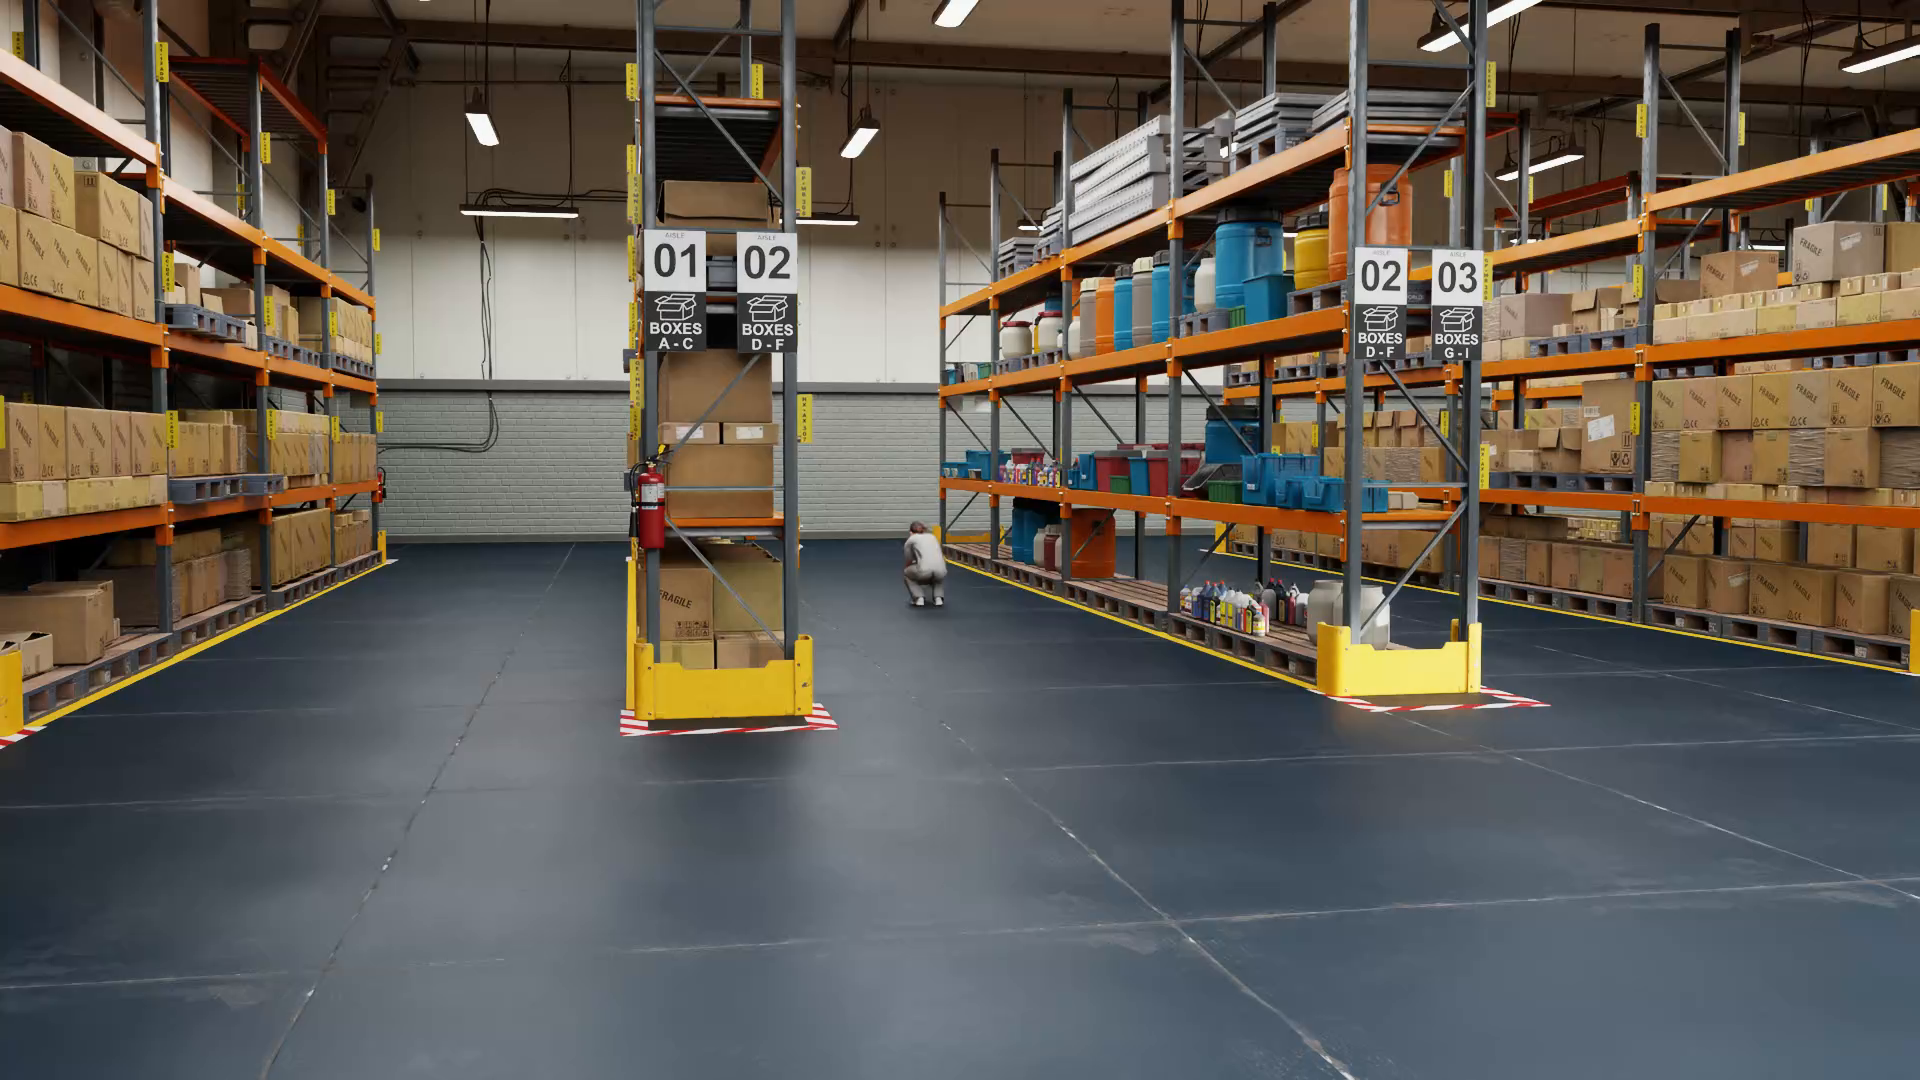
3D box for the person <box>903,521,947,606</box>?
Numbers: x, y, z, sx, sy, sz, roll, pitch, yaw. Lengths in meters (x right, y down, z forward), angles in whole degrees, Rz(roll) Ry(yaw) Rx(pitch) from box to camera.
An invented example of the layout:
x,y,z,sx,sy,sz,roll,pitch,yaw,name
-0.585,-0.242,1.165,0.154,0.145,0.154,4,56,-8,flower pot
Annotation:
x,y,z,sx,sy,sz,roll,pitch,yaw,name
-0.406,0.263,19.091,0.468,0.950,0.811,-1,3,-12,person
